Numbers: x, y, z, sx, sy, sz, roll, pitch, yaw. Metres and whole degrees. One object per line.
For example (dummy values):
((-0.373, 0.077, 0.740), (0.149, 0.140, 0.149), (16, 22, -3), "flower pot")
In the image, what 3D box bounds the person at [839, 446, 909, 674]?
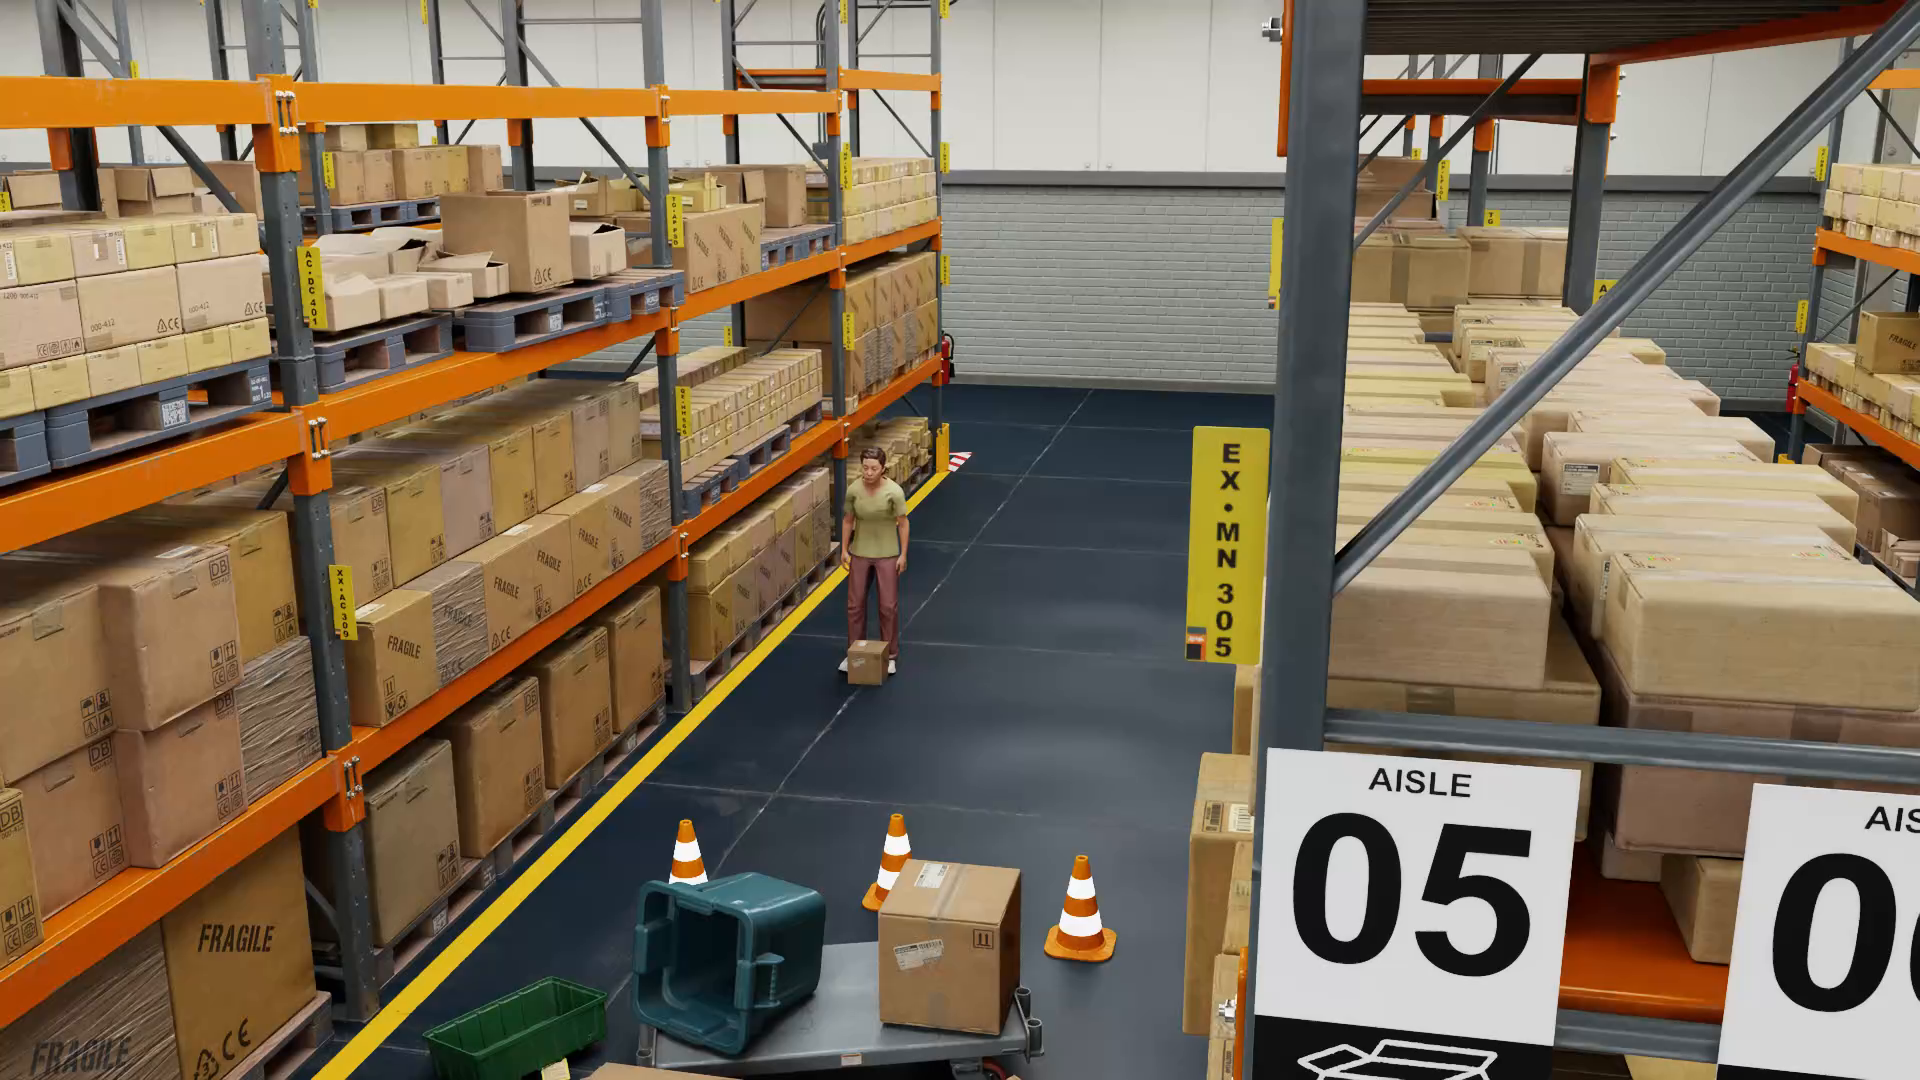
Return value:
((-0.620, 0.131, 12.014), (0.499, 1.673, 0.357), (3, 15, 12), "person")
